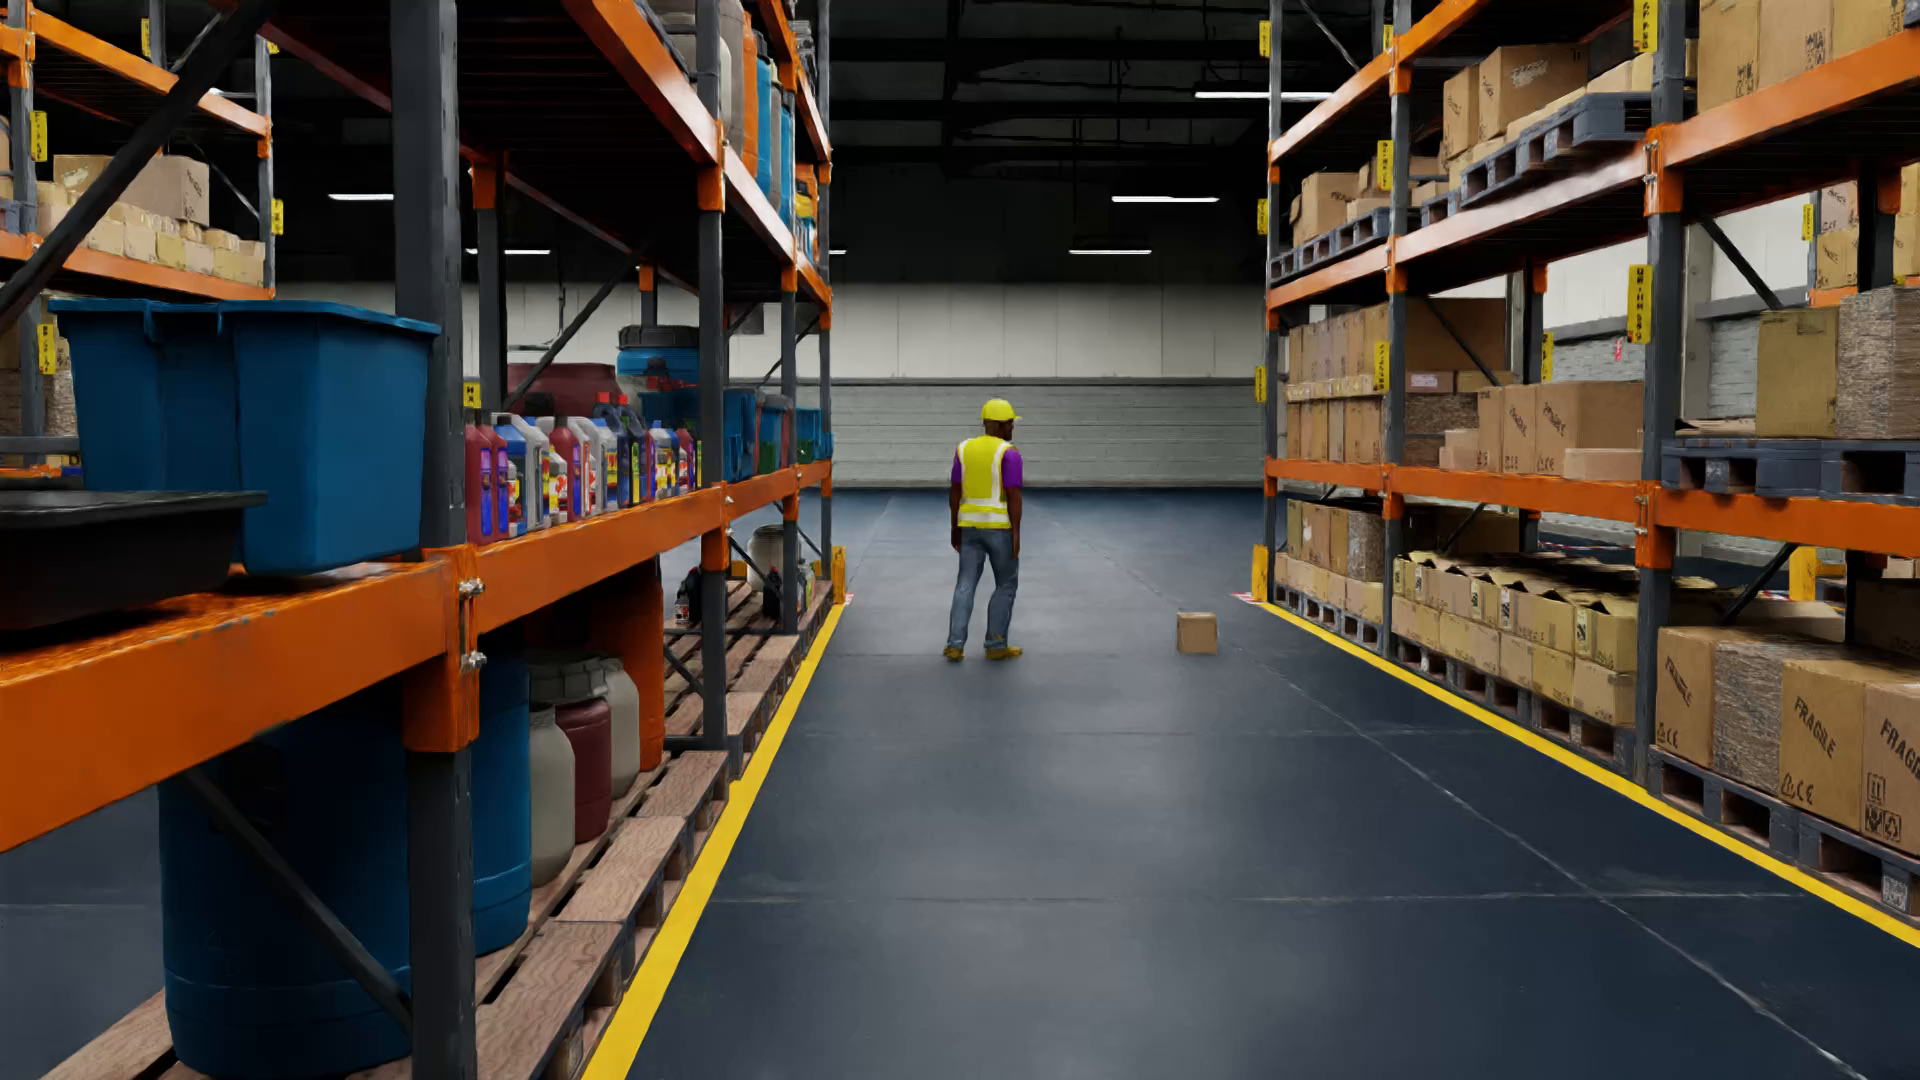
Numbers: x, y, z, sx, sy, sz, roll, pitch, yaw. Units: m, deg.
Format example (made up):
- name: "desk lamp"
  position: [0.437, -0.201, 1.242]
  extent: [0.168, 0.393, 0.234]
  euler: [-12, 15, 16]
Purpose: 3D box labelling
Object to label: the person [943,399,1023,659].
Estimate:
- name: "person"
  position: [0.168, -0.072, 11.228]
  extent: [0.599, 1.755, 0.581]
  euler: [2, 4, 34]
